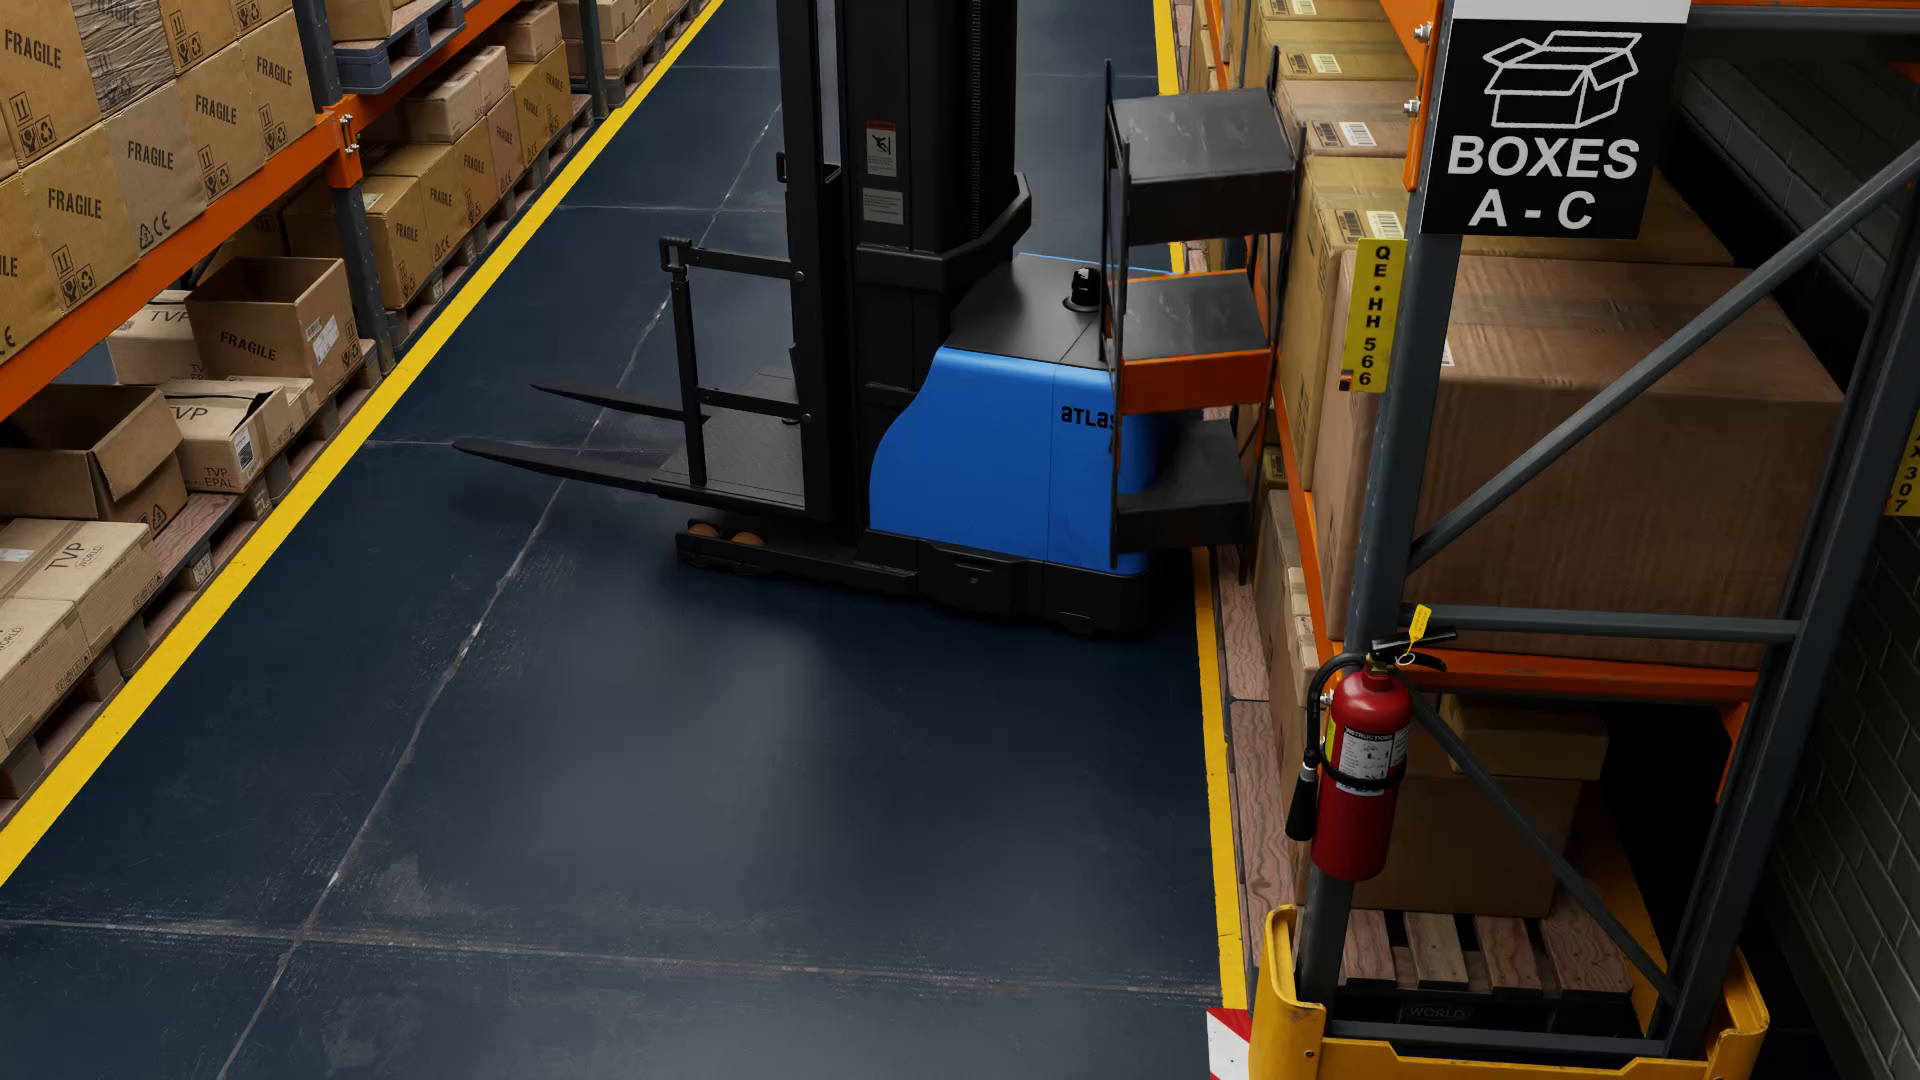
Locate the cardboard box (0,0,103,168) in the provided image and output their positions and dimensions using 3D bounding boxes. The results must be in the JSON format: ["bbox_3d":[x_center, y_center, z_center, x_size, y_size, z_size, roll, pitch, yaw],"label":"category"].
[{"bbox_3d":[-3.163,-1.513,5.298,0.500,0.500,0.500,2,32,4],"label":"cardboard box"}]

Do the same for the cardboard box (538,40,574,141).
[{"bbox_3d":[-2.774,-2.831,10.448,0.500,0.500,0.500,4,32,6],"label":"cardboard box"}]

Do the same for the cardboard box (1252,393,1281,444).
[{"bbox_3d":[1.265,-0.465,6.010,0.380,0.149,0.250,2,32,3],"label":"cardboard box"}]

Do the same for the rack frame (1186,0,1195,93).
[{"bbox_3d":[2.006,-3.997,10.377,1.000,3.000,0.127,2,32,4],"label":"rack frame"}]

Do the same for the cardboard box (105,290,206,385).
[{"bbox_3d":[-3.507,-0.948,7.572,0.500,0.311,0.500,2,32,4],"label":"cardboard box"}]

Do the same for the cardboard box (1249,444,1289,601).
[{"bbox_3d":[1.429,-0.103,6.040,0.700,0.500,0.500,3,32,5],"label":"cardboard box"}]

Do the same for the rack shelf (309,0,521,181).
[{"bbox_3d":[-3.095,-2.855,9.209,1.077,0.370,4.000,2,32,4],"label":"rack shelf"}]

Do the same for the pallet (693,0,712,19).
[{"bbox_3d":[-2.627,-4.724,14.215,1.003,0.211,1.213,2,32,4],"label":"pallet"}]

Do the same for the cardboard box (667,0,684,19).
[{"bbox_3d":[-2.478,-4.279,13.056,0.500,0.250,0.500,3,32,5],"label":"cardboard box"}]

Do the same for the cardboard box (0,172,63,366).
[{"bbox_3d":[-3.204,-0.819,5.125,0.500,0.500,0.500,2,32,4],"label":"cardboard box"}]

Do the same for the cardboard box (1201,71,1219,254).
[{"bbox_3d":[1.673,-1.980,8.752,0.750,0.750,0.750,3,32,5],"label":"cardboard box"}]

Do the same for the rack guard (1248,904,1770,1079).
[{"bbox_3d":[1.352,1.263,4.225,1.175,0.500,0.348,2,32,4],"label":"rack guard"}]

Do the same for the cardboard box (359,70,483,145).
[{"bbox_3d":[-2.894,-2.323,8.909,0.500,0.250,0.500,3,32,4],"label":"cardboard box"}]

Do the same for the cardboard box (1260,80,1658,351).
[{"bbox_3d":[1.505,-0.988,5.208,0.980,0.700,0.700,1,32,2],"label":"cardboard box"}]

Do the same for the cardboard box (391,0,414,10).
[{"bbox_3d":[-3.003,-2.937,8.161,0.700,0.500,0.500,7,32,12],"label":"cardboard box"}]

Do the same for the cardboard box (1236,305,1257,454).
[{"bbox_3d":[1.517,-0.634,6.901,0.700,0.500,0.500,3,32,5],"label":"cardboard box"}]

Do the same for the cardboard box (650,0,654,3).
[{"bbox_3d":[-2.518,-4.257,12.484,0.500,0.311,0.500,2,32,3],"label":"cardboard box"}]

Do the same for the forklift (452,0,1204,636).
[{"bbox_3d":[-0.594,-1.357,6.159,3.031,2.935,1.130,10,33,16],"label":"forklift"}]

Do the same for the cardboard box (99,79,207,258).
[{"bbox_3d":[-3.123,-1.347,5.982,0.500,0.500,0.500,3,32,5],"label":"cardboard box"}]

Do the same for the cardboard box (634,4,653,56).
[{"bbox_3d":[-2.557,-3.739,12.179,0.500,0.250,0.500,2,32,3],"label":"cardboard box"}]

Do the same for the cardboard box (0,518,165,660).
[{"bbox_3d":[-3.175,0.165,5.825,0.500,0.250,0.500,2,32,4],"label":"cardboard box"}]

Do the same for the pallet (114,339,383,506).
[{"bbox_3d":[-3.314,-0.569,7.472,1.003,0.211,1.213,2,32,4],"label":"pallet"}]

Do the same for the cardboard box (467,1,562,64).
[{"bbox_3d":[-2.775,-3.121,10.203,0.500,0.250,0.500,4,32,6],"label":"cardboard box"}]

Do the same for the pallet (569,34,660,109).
[{"bbox_3d":[-2.826,-3.449,12.145,1.003,0.211,1.213,2,32,4],"label":"pallet"}]

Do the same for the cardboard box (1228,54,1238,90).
[{"bbox_3d":[1.422,-2.129,7.566,0.380,0.149,0.250,3,32,5],"label":"cardboard box"}]

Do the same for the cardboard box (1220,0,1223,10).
[{"bbox_3d":[1.547,-2.865,8.142,0.500,0.500,0.500,3,32,4],"label":"cardboard box"}]

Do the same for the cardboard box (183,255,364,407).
[{"bbox_3d":[-3.021,-0.928,7.361,0.500,0.500,0.500,2,32,4],"label":"cardboard box"}]

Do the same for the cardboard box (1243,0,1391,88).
[{"bbox_3d":[1.620,-1.750,6.445,0.980,0.700,0.700,3,32,5],"label":"cardboard box"}]

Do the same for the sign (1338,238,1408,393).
[{"bbox_3d":[0.815,-0.438,3.273,0.100,0.325,0.005,2,32,4],"label":"sign"}]

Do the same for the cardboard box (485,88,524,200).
[{"bbox_3d":[-2.853,-2.286,9.563,0.500,0.500,0.500,1,32,2],"label":"cardboard box"}]

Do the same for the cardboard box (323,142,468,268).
[{"bbox_3d":[-2.943,-1.760,8.711,0.500,0.500,0.500,3,32,5],"label":"cardboard box"}]

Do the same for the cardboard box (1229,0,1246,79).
[{"bbox_3d":[1.466,-2.335,7.283,0.500,0.500,0.500,2,32,3],"label":"cardboard box"}]

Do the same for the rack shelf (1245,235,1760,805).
[{"bbox_3d":[1.517,-0.554,5.475,1.077,0.370,4.000,2,32,4],"label":"rack shelf"}]

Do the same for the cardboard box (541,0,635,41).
[{"bbox_3d":[-2.597,-3.715,11.605,0.500,0.311,0.500,3,32,6],"label":"cardboard box"}]

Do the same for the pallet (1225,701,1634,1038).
[{"bbox_3d":[1.341,0.952,5.005,1.003,0.211,1.213,2,32,4],"label":"pallet"}]

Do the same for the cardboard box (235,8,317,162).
[{"bbox_3d":[-3.043,-1.885,6.855,0.500,0.500,0.500,3,32,5],"label":"cardboard box"}]

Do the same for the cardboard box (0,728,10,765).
[{"bbox_3d":[-3.186,0.660,5.101,0.380,0.166,0.250,2,32,4],"label":"cardboard box"}]

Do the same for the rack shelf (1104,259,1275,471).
[{"bbox_3d":[0.736,-0.573,5.491,0.480,0.518,0.431,-5,50,-1],"label":"rack shelf"}]

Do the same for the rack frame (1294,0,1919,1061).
[{"bbox_3d":[1.354,0.186,3.589,1.000,3.000,0.127,2,32,4],"label":"rack frame"}]

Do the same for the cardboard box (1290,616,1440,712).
[{"bbox_3d":[1.140,0.350,4.687,0.380,0.149,0.250,2,32,3],"label":"cardboard box"}]

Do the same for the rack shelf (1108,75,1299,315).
[{"bbox_3d":[0.703,-1.025,4.958,0.480,0.518,0.431,-5,50,-1],"label":"rack shelf"}]

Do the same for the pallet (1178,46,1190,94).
[{"bbox_3d":[2.071,-3.219,11.772,1.003,0.211,1.213,2,32,4],"label":"pallet"}]

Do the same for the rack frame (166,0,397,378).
[{"bbox_3d":[-3.258,-2.115,7.323,1.000,3.000,0.127,2,32,4],"label":"rack frame"}]

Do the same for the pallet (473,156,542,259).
[{"bbox_3d":[-3.132,-1.995,9.786,1.003,0.211,1.213,2,32,4],"label":"pallet"}]

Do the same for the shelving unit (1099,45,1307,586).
[{"bbox_3d":[0.735,-0.582,5.481,0.503,2.100,0.431,-5,50,-1],"label":"shelving unit"}]

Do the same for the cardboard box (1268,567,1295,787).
[{"bbox_3d":[1.352,0.439,5.160,0.700,0.500,0.500,2,32,4],"label":"cardboard box"}]

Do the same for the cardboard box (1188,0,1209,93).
[{"bbox_3d":[1.815,-2.882,10.216,0.750,0.750,0.750,2,32,3],"label":"cardboard box"}]

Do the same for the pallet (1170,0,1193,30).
[{"bbox_3d":[2.269,-4.495,13.842,1.003,0.211,1.213,2,32,4],"label":"pallet"}]

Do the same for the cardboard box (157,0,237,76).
[{"bbox_3d":[-3.080,-2.040,6.153,0.500,0.500,0.500,2,32,3],"label":"cardboard box"}]

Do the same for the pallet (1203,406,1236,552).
[{"bbox_3d":[1.540,-0.324,7.075,1.003,0.211,1.213,2,32,4],"label":"pallet"}]

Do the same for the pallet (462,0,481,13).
[{"bbox_3d":[-3.086,-3.108,9.117,1.003,0.211,1.213,2,32,4],"label":"pallet"}]

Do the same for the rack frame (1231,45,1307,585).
[{"bbox_3d":[0.978,-0.605,5.485,0.015,2.100,0.400,-5,50,-1],"label":"rack frame"}]

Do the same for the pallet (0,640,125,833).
[{"bbox_3d":[-3.513,0.707,5.402,1.003,0.211,1.213,2,32,4],"label":"pallet"}]

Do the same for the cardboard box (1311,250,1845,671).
[{"bbox_3d":[1.386,-0.209,3.944,0.980,0.700,0.700,4,32,6],"label":"cardboard box"}]

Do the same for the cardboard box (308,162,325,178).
[{"bbox_3d":[-3.454,-1.767,8.721,0.500,0.500,0.500,3,32,4],"label":"cardboard box"}]

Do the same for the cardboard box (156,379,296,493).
[{"bbox_3d":[-3.082,-0.456,6.774,0.500,0.311,0.500,2,32,4],"label":"cardboard box"}]
